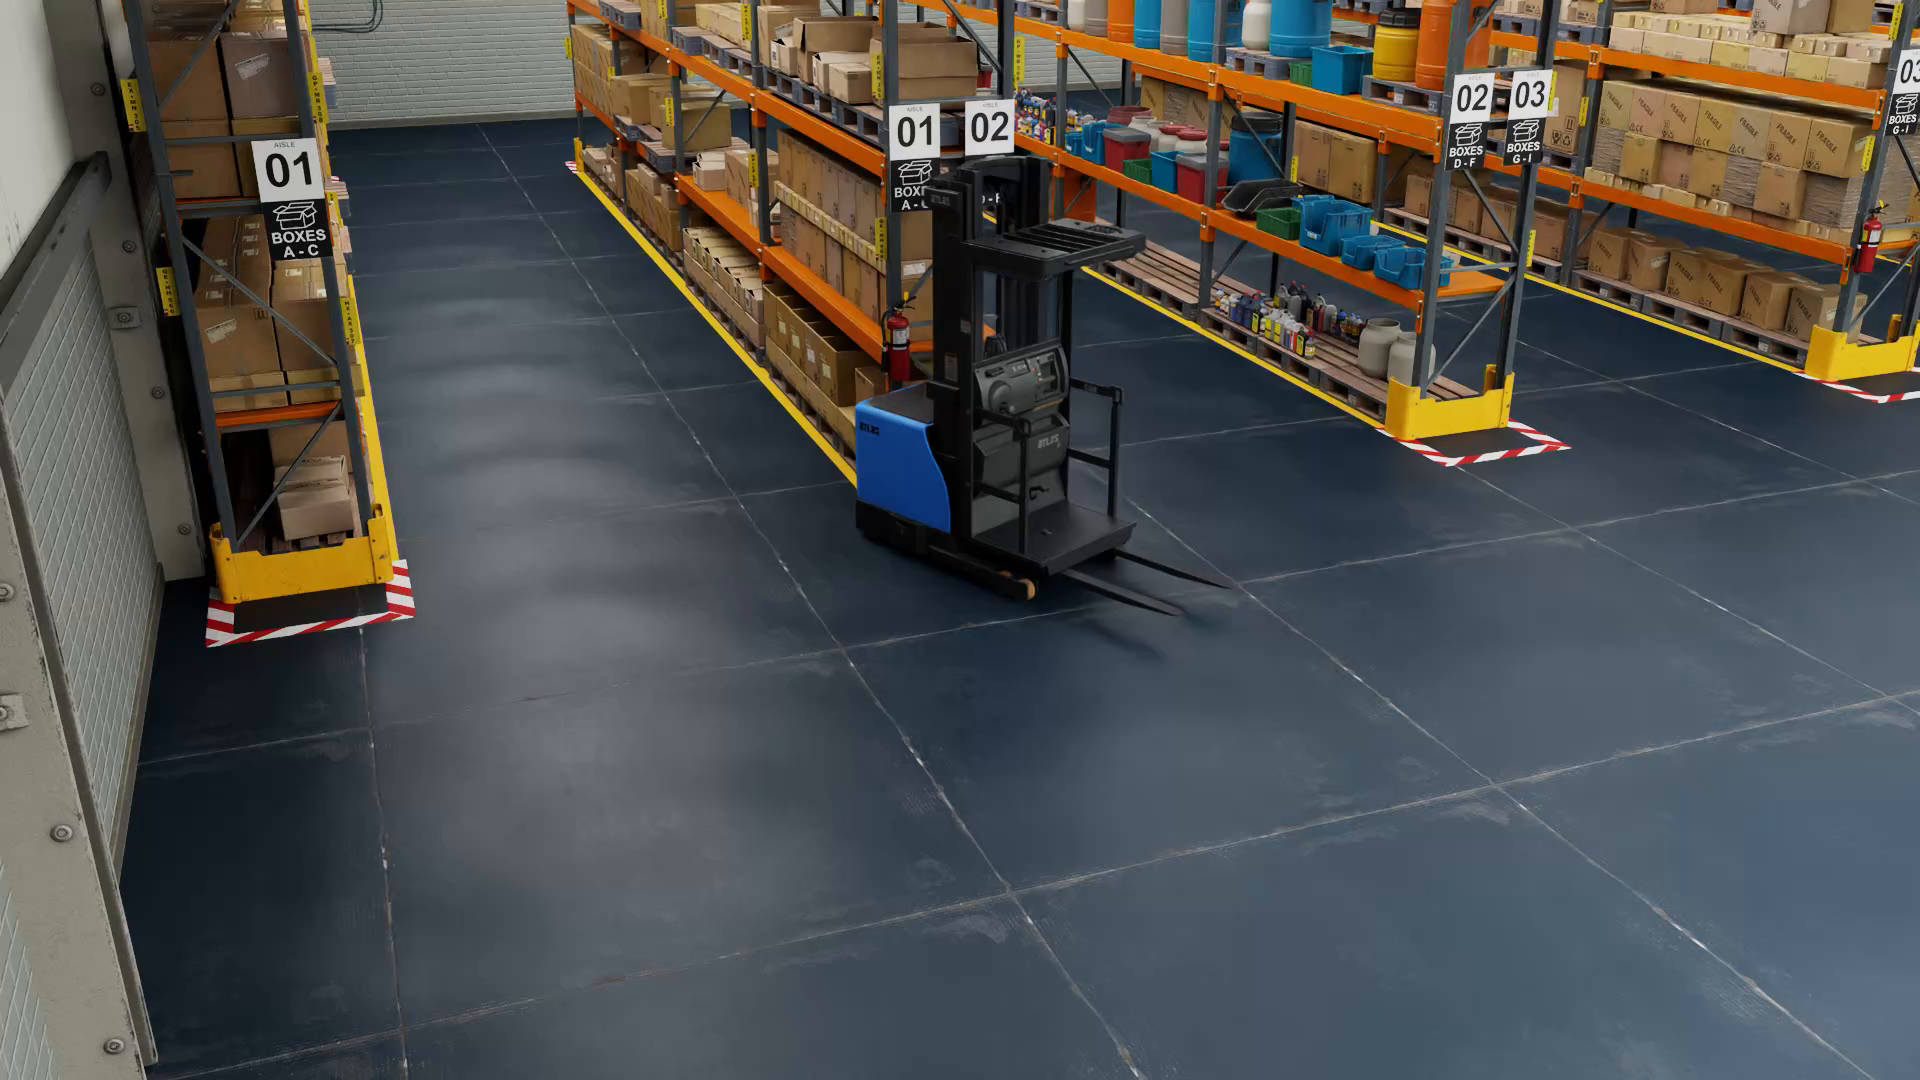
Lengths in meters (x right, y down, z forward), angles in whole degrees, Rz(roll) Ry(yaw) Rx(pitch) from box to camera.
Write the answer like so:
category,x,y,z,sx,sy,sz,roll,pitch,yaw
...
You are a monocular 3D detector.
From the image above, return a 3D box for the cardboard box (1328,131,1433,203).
category,x,y,z,sx,sy,sz,roll,pitch,yaw
cardboard box,6.134,-5.449,24.135,1.225,0.875,0.875,-10,25,-21

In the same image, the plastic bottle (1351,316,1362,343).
category,x,y,z,sx,sy,sz,roll,pitch,yaw
plastic bottle,4.081,-2.166,17.097,0.097,0.271,0.097,0,23,0

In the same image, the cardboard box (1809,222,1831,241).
category,x,y,z,sx,sy,sz,roll,pitch,yaw
cardboard box,8.803,-3.125,16.748,0.380,0.149,0.250,-8,24,-19

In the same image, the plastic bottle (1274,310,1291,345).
category,x,y,z,sx,sy,sz,roll,pitch,yaw
plastic bottle,3.318,-2.189,17.050,0.144,0.351,0.185,-7,24,-17

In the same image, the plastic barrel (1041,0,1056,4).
category,x,y,z,sx,sy,sz,roll,pitch,yaw
plastic barrel,1.209,-7.183,21.829,0.301,0.262,0.301,0,23,0

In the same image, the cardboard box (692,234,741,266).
category,x,y,z,sx,sy,sz,roll,pitch,yaw
cardboard box,-2.807,-3.388,19.327,0.500,0.311,0.500,-9,24,-20

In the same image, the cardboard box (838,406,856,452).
category,x,y,z,sx,sy,sz,roll,pitch,yaw
cardboard box,-0.738,-0.977,14.329,0.500,0.250,0.500,-8,24,-19

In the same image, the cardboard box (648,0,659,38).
category,x,y,z,sx,sy,sz,roll,pitch,yaw
cardboard box,-3.276,-6.391,20.183,0.910,0.500,0.500,-8,24,-19

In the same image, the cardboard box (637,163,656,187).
category,x,y,z,sx,sy,sz,roll,pitch,yaw
cardboard box,-4.027,-4.900,22.324,0.500,0.250,0.500,-8,24,-19

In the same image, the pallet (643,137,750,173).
category,x,y,z,sx,sy,sz,roll,pitch,yaw
pallet,-3.215,-4.771,20.579,1.213,0.211,1.003,-8,24,-19

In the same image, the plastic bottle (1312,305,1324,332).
category,x,y,z,sx,sy,sz,roll,pitch,yaw
plastic bottle,3.771,-2.343,17.501,0.061,0.283,0.133,-8,24,-19

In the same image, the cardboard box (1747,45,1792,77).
category,x,y,z,sx,sy,sz,roll,pitch,yaw
cardboard box,8.425,-4.896,16.959,0.500,0.250,0.500,-8,24,-18

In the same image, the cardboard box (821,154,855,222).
category,x,y,z,sx,sy,sz,roll,pitch,yaw
cardboard box,-0.803,-3.106,14.582,0.700,0.500,0.500,-8,24,-19

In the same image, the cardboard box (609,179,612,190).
category,x,y,z,sx,sy,sz,roll,pitch,yaw
cardboard box,-4.979,-5.262,24.599,0.380,0.149,0.250,-8,24,-19

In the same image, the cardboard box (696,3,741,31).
category,x,y,z,sx,sy,sz,roll,pitch,yaw
cardboard box,-2.697,-5.973,18.972,0.500,0.250,0.500,-10,25,-23

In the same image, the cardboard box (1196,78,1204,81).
category,x,y,z,sx,sy,sz,roll,pitch,yaw
cardboard box,4.167,-7.758,27.742,0.380,0.149,0.250,-8,24,-18

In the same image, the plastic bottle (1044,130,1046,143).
category,x,y,z,sx,sy,sz,roll,pitch,yaw
plastic bottle,1.159,-5.343,21.943,0.097,0.201,0.097,0,23,0

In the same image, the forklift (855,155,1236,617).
category,x,y,z,sx,sy,sz,roll,pitch,yaw
forklift,0.598,-1.138,11.800,3.031,2.935,1.130,20,30,40

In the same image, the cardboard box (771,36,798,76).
category,x,y,z,sx,sy,sz,roll,pitch,yaw
cardboard box,-1.375,-4.353,14.872,0.500,0.311,0.500,-10,25,-22

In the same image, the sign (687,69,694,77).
category,x,y,z,sx,sy,sz,roll,pitch,yaw
sign,-3.805,-6.687,23.387,0.100,0.325,0.005,-8,24,-19

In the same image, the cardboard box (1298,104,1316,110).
category,x,y,z,sx,sy,sz,roll,pitch,yaw
cardboard box,5.416,-6.727,24.844,0.500,0.500,0.500,-8,24,-18

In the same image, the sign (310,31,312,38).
category,x,y,z,sx,sy,sz,roll,pitch,yaw
sign,-9.857,-7.561,25.155,0.100,0.325,0.005,-8,24,-19

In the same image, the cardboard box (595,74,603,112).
category,x,y,z,sx,sy,sz,roll,pitch,yaw
cardboard box,-5.107,-6.642,24.643,0.500,0.500,0.500,-8,24,-18

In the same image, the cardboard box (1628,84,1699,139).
category,x,y,z,sx,sy,sz,roll,pitch,yaw
cardboard box,7.871,-4.792,18.581,0.500,0.500,0.500,-8,24,-19

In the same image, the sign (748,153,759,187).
category,x,y,z,sx,sy,sz,roll,pitch,yaw
sign,-2.001,-3.589,16.137,0.100,0.325,0.005,-8,24,-19

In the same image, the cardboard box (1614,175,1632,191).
category,x,y,z,sx,sy,sz,roll,pitch,yaw
cardboard box,7.757,-4.113,19.093,0.380,0.149,0.250,-8,24,-19

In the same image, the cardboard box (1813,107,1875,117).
category,x,y,z,sx,sy,sz,roll,pitch,yaw
cardboard box,9.075,-4.138,17.030,0.500,0.500,0.500,-8,24,-19

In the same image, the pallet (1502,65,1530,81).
category,x,y,z,sx,sy,sz,roll,pitch,yaw
pallet,9.755,-7.692,27.509,1.003,0.211,1.213,-8,24,-19

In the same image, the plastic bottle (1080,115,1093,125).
category,x,y,z,sx,sy,sz,roll,pitch,yaw
plastic bottle,1.711,-5.614,22.491,0.152,0.276,0.135,-8,24,-19

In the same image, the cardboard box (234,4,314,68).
category,x,y,z,sx,sy,sz,roll,pitch,yaw
cardboard box,-5.302,-3.856,12.856,0.500,0.500,0.500,-9,25,-21

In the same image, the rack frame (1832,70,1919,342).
category,x,y,z,sx,sy,sz,roll,pitch,yaw
rack frame,9.185,-3.074,16.305,1.000,3.000,0.127,-8,24,-19

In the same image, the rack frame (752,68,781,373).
category,x,y,z,sx,sy,sz,roll,pitch,yaw
rack frame,-1.497,-3.170,16.532,1.000,3.000,0.127,-8,24,-19

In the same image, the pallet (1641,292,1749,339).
category,x,y,z,sx,sy,sz,roll,pitch,yaw
pallet,8.477,-2.559,18.674,1.003,0.211,1.213,-8,24,-19

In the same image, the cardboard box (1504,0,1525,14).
category,x,y,z,sx,sy,sz,roll,pitch,yaw
cardboard box,7.016,-6.663,20.719,0.380,0.166,0.250,-9,24,-20

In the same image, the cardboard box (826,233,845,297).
category,x,y,z,sx,sy,sz,roll,pitch,yaw
cardboard box,-0.787,-2.496,14.804,0.700,0.500,0.500,-8,24,-17

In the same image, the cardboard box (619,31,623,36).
category,x,y,z,sx,sy,sz,roll,pitch,yaw
cardboard box,-4.955,-7.542,25.488,0.500,0.500,0.500,-8,24,-18

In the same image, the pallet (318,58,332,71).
category,x,y,z,sx,sy,sz,roll,pitch,yaw
pallet,-6.618,-4.400,15.830,1.213,0.211,1.003,-8,24,-19

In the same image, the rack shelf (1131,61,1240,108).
category,x,y,z,sx,sy,sz,roll,pitch,yaw
rack shelf,4.239,-7.830,28.514,1.077,0.370,4.000,-8,24,-19

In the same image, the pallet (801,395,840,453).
category,x,y,z,sx,sy,sz,roll,pitch,yaw
pallet,-0.821,-1.146,15.321,1.003,0.211,1.213,-8,24,-19

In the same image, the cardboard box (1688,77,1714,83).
category,x,y,z,sx,sy,sz,roll,pitch,yaw
cardboard box,10.941,-6.471,24.235,0.500,0.500,0.500,-8,24,-18

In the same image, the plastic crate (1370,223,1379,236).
category,x,y,z,sx,sy,sz,roll,pitch,yaw
plastic crate,3.949,-3.171,16.875,0.530,0.136,0.437,-8,24,-19

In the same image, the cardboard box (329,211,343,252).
category,x,y,z,sx,sy,sz,roll,pitch,yaw
cardboard box,-5.492,-2.464,14.060,0.500,0.500,0.500,-8,24,-19

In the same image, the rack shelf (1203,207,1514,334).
category,x,y,z,sx,sy,sz,roll,pitch,yaw
rack shelf,3.845,-2.790,16.557,1.077,0.370,4.000,-8,24,-19

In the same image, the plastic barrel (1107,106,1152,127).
category,x,y,z,sx,sy,sz,roll,pitch,yaw
plastic barrel,2.172,-5.237,21.262,0.600,0.536,0.708,-8,24,-19

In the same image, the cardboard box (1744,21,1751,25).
category,x,y,z,sx,sy,sz,roll,pitch,yaw
cardboard box,8.627,-5.468,17.802,0.380,0.149,0.250,-7,24,-17

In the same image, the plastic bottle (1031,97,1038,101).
category,x,y,z,sx,sy,sz,roll,pitch,yaw
plastic bottle,1.061,-6.283,24.078,0.152,0.276,0.135,-8,24,-19

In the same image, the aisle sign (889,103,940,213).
category,x,y,z,sx,sy,sz,roll,pitch,yaw
aisle sign,-0.336,-2.850,12.426,0.394,0.787,0.004,-8,24,-19

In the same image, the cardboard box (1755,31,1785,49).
category,x,y,z,sx,sy,sz,roll,pitch,yaw
cardboard box,8.342,-5.103,16.936,0.380,0.149,0.250,-10,25,-22

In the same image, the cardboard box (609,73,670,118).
category,x,y,z,sx,sy,sz,roll,pitch,yaw
cardboard box,-4.365,-6.113,22.846,0.700,0.500,0.500,-18,29,-36

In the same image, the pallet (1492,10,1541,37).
category,x,y,z,sx,sy,sz,roll,pitch,yaw
pallet,7.284,-6.439,20.667,1.213,0.211,1.003,-8,24,-19

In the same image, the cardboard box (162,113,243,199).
category,x,y,z,sx,sy,sz,roll,pitch,yaw
cardboard box,-5.101,-2.590,11.139,0.500,0.500,0.500,-7,24,-15

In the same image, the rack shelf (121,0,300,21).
category,x,y,z,sx,sy,sz,roll,pitch,yaw
rack shelf,-5.424,-4.193,12.167,1.077,0.370,4.000,-8,24,-19

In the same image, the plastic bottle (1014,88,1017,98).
category,x,y,z,sx,sy,sz,roll,pitch,yaw
plastic bottle,0.808,-6.423,24.315,0.144,0.351,0.185,-8,24,-19

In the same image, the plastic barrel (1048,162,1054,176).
category,x,y,z,sx,sy,sz,roll,pitch,yaw
plastic barrel,1.137,-4.969,23.366,0.600,0.588,0.708,-8,24,-19

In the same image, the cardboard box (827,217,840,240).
category,x,y,z,sx,sy,sz,roll,pitch,yaw
cardboard box,-0.947,-2.737,14.542,0.380,0.149,0.250,-9,24,-20
